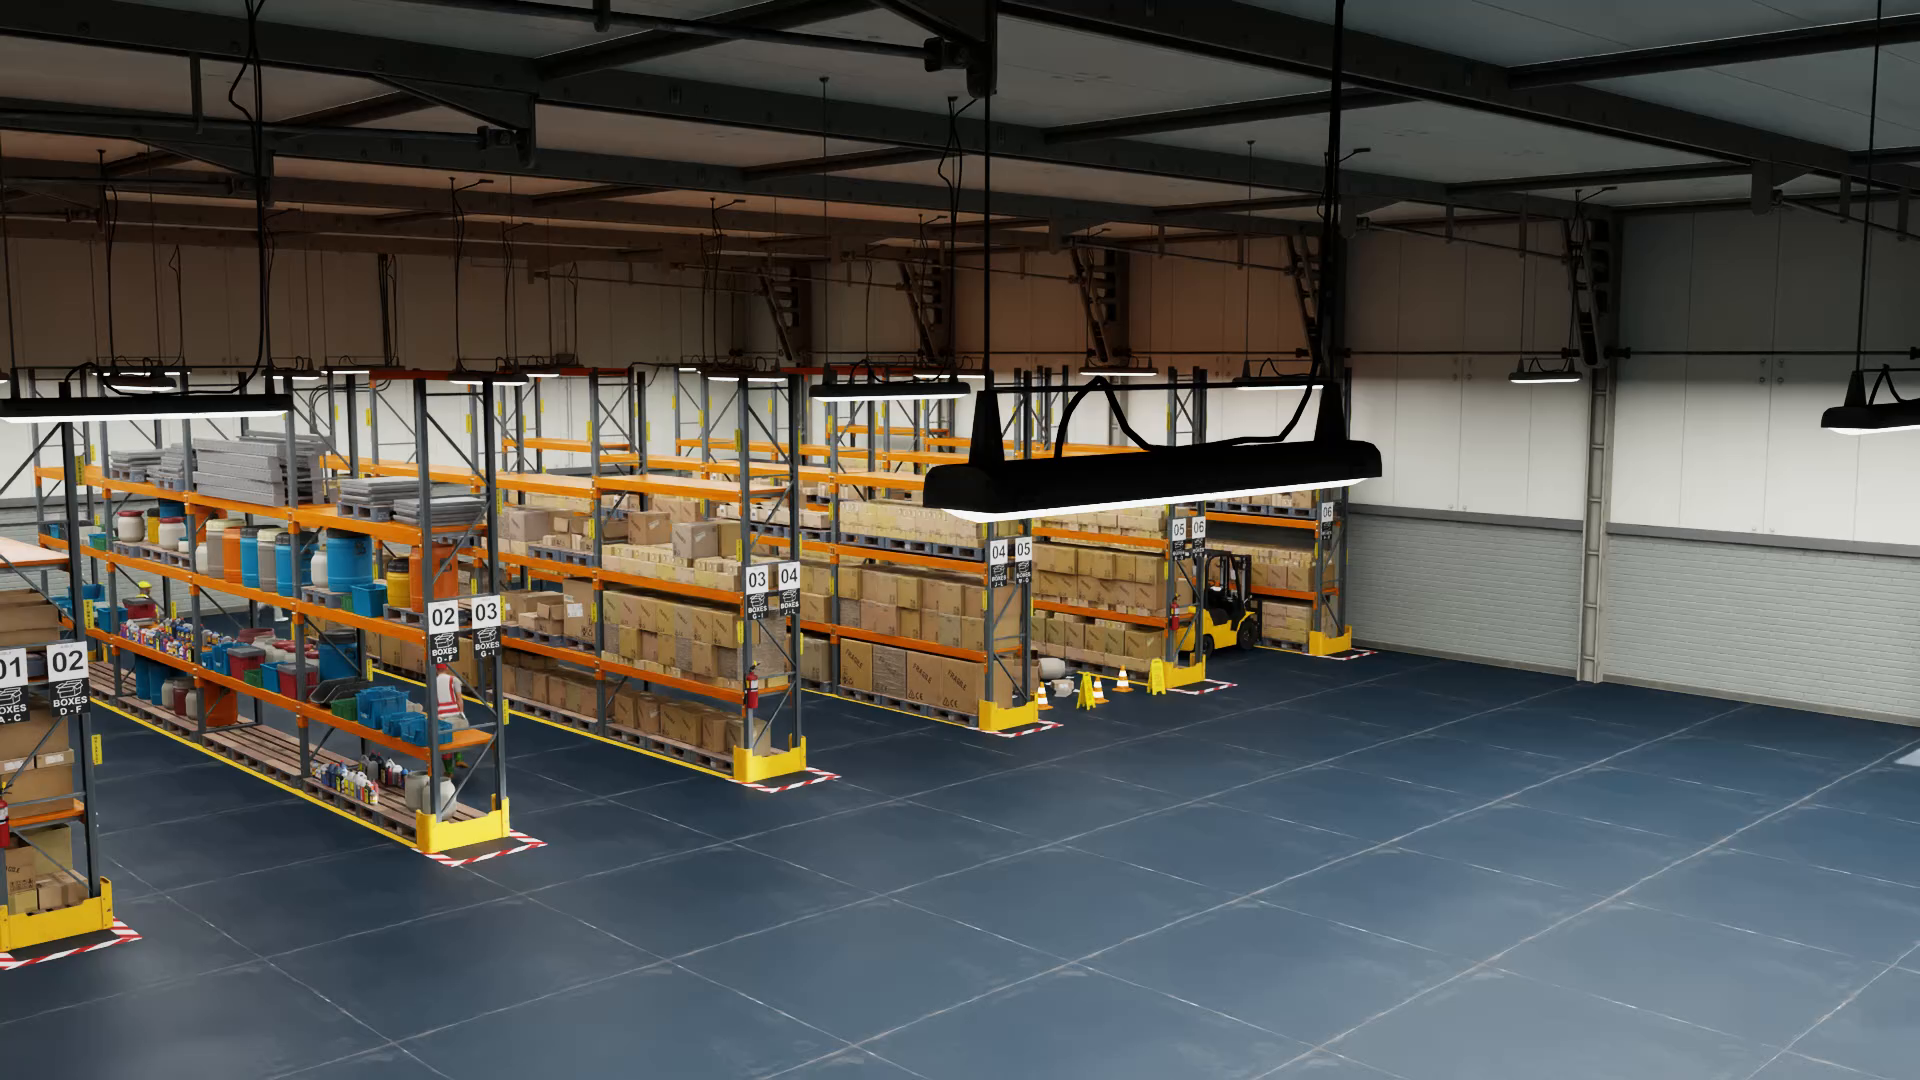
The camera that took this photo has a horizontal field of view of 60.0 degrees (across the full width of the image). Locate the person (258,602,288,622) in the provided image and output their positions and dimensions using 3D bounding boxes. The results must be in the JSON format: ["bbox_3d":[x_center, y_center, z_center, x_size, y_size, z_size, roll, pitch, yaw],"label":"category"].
[{"bbox_3d":[-16.242,1.223,39.066,0.802,1.398,0.448,-3,7,-24],"label":"person"}]

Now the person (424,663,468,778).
[{"bbox_3d":[-7.679,2.641,24.833,0.571,1.777,0.524,-3,7,-28],"label":"person"}]

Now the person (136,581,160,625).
[{"bbox_3d":[-16.247,1.694,33.269,0.649,1.743,0.503,0,6,3],"label":"person"}]
